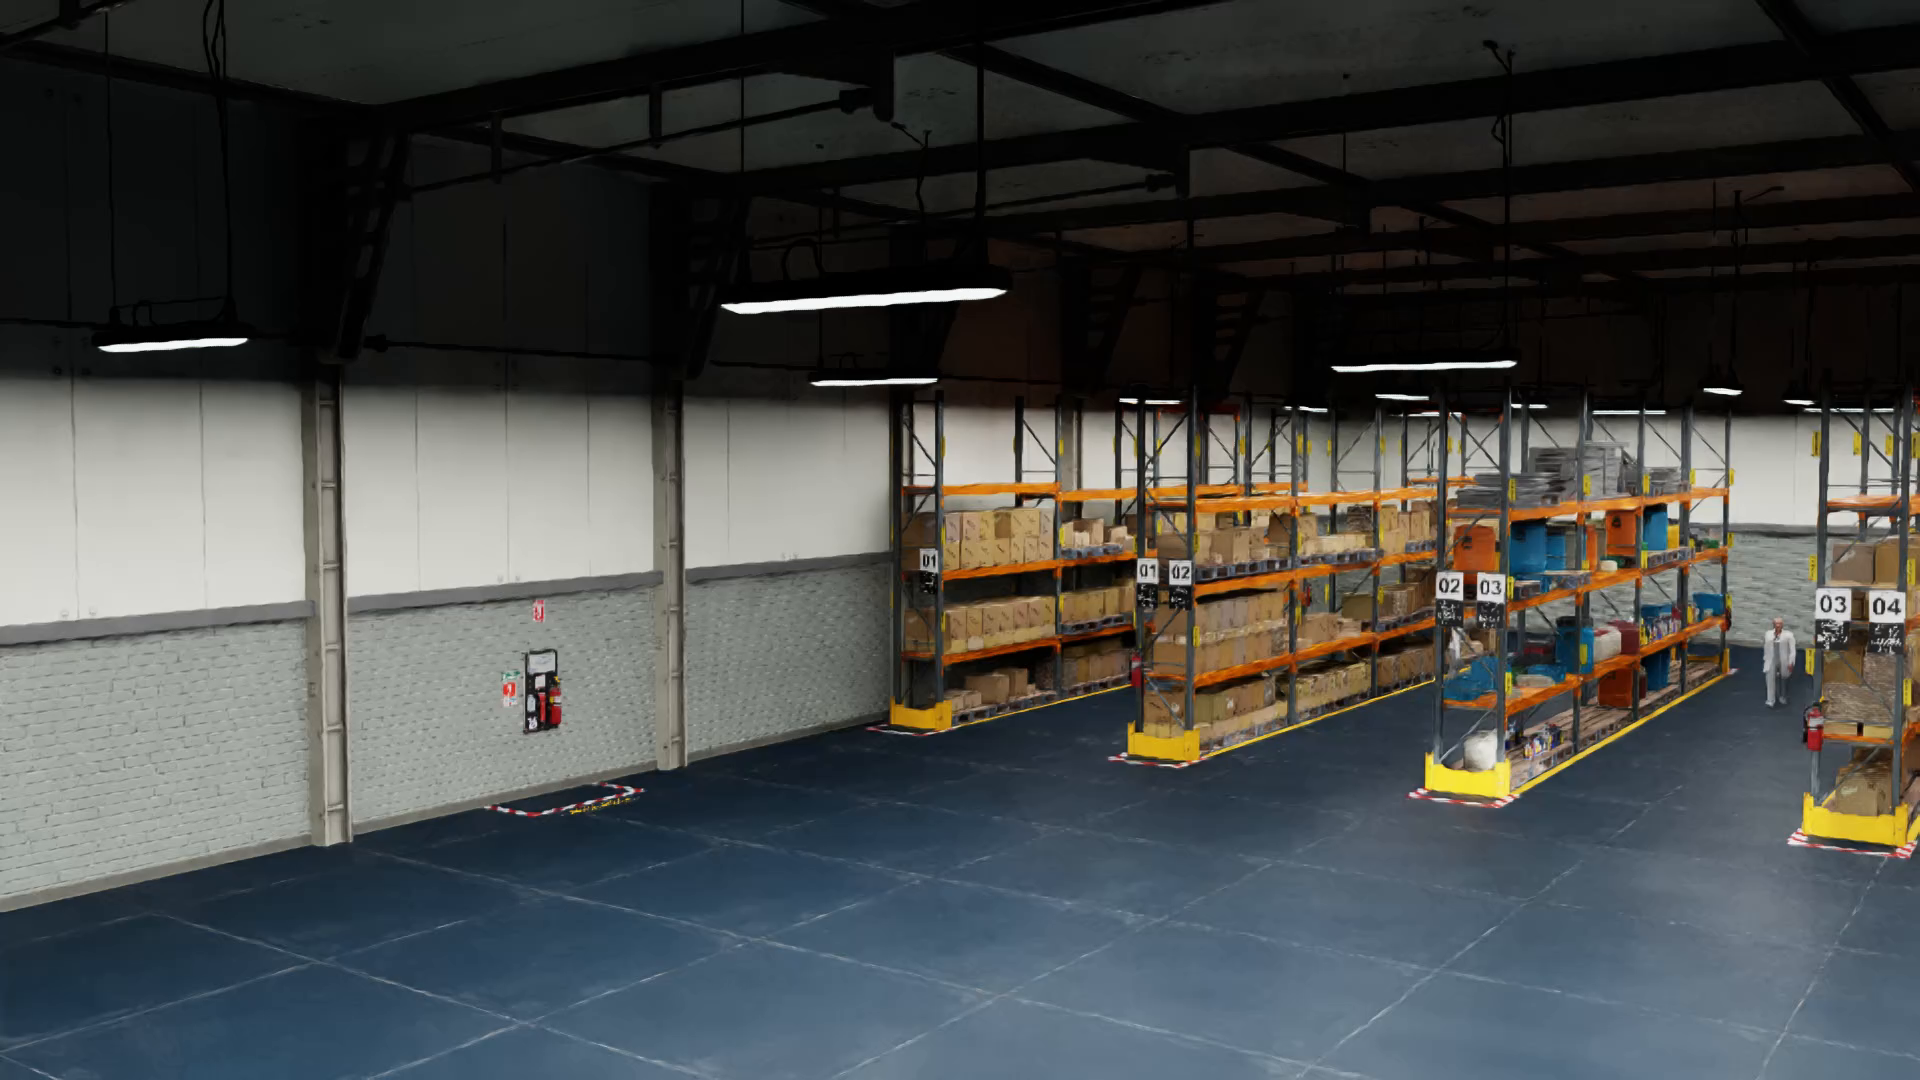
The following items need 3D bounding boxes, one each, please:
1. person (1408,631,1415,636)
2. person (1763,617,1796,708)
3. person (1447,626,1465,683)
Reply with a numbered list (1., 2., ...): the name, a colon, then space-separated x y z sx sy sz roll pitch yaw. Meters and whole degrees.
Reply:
1. person: 10.768 1.886 40.198 0.575 1.689 1.128 2 4 33
2. person: 15.717 2.340 31.915 0.603 1.725 1.110 2 4 34
3. person: 10.125 2.246 33.823 0.434 1.684 0.551 1 3 14
